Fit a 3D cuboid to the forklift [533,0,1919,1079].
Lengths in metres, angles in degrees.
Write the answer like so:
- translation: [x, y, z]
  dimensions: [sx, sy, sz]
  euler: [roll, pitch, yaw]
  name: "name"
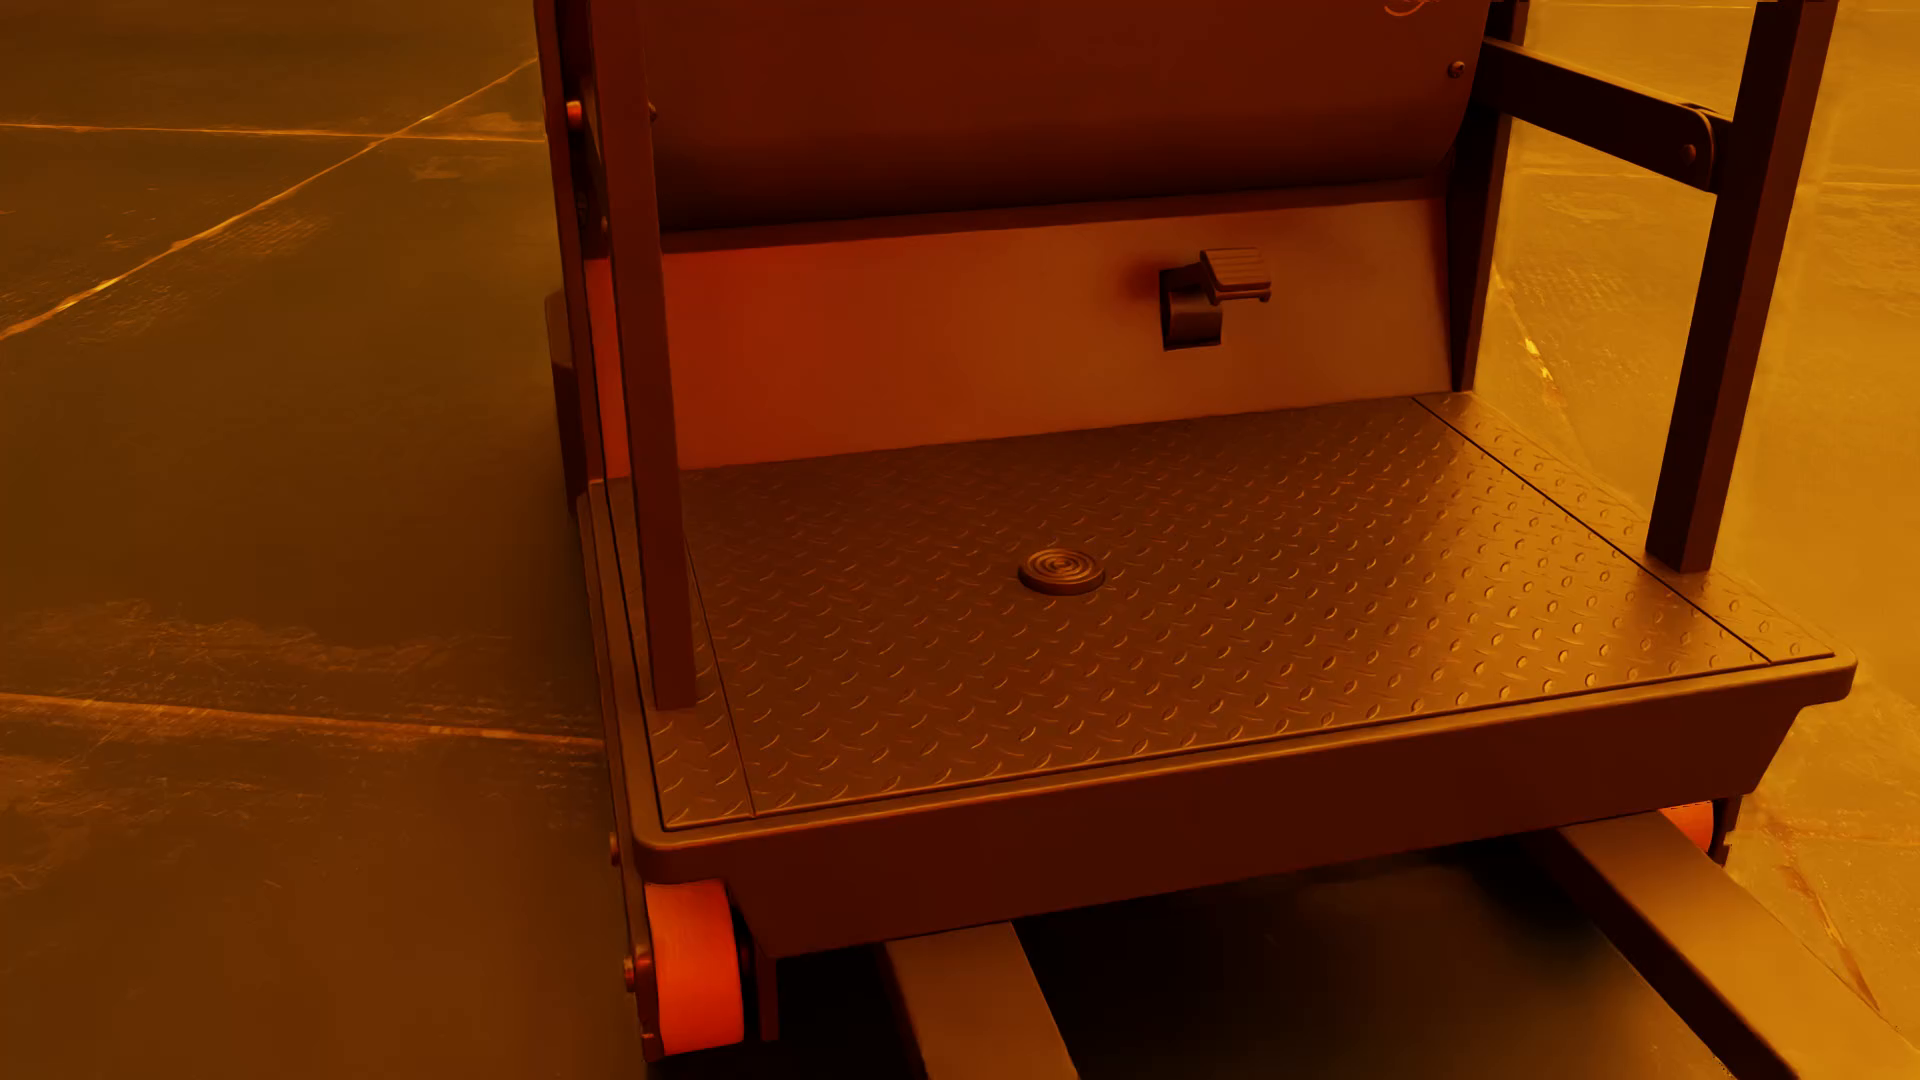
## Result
- translation: [0.165, -1.027, 1.275]
  dimensions: [1.130, 2.935, 3.031]
  euler: [-7, 27, -13]
  name: "forklift"
